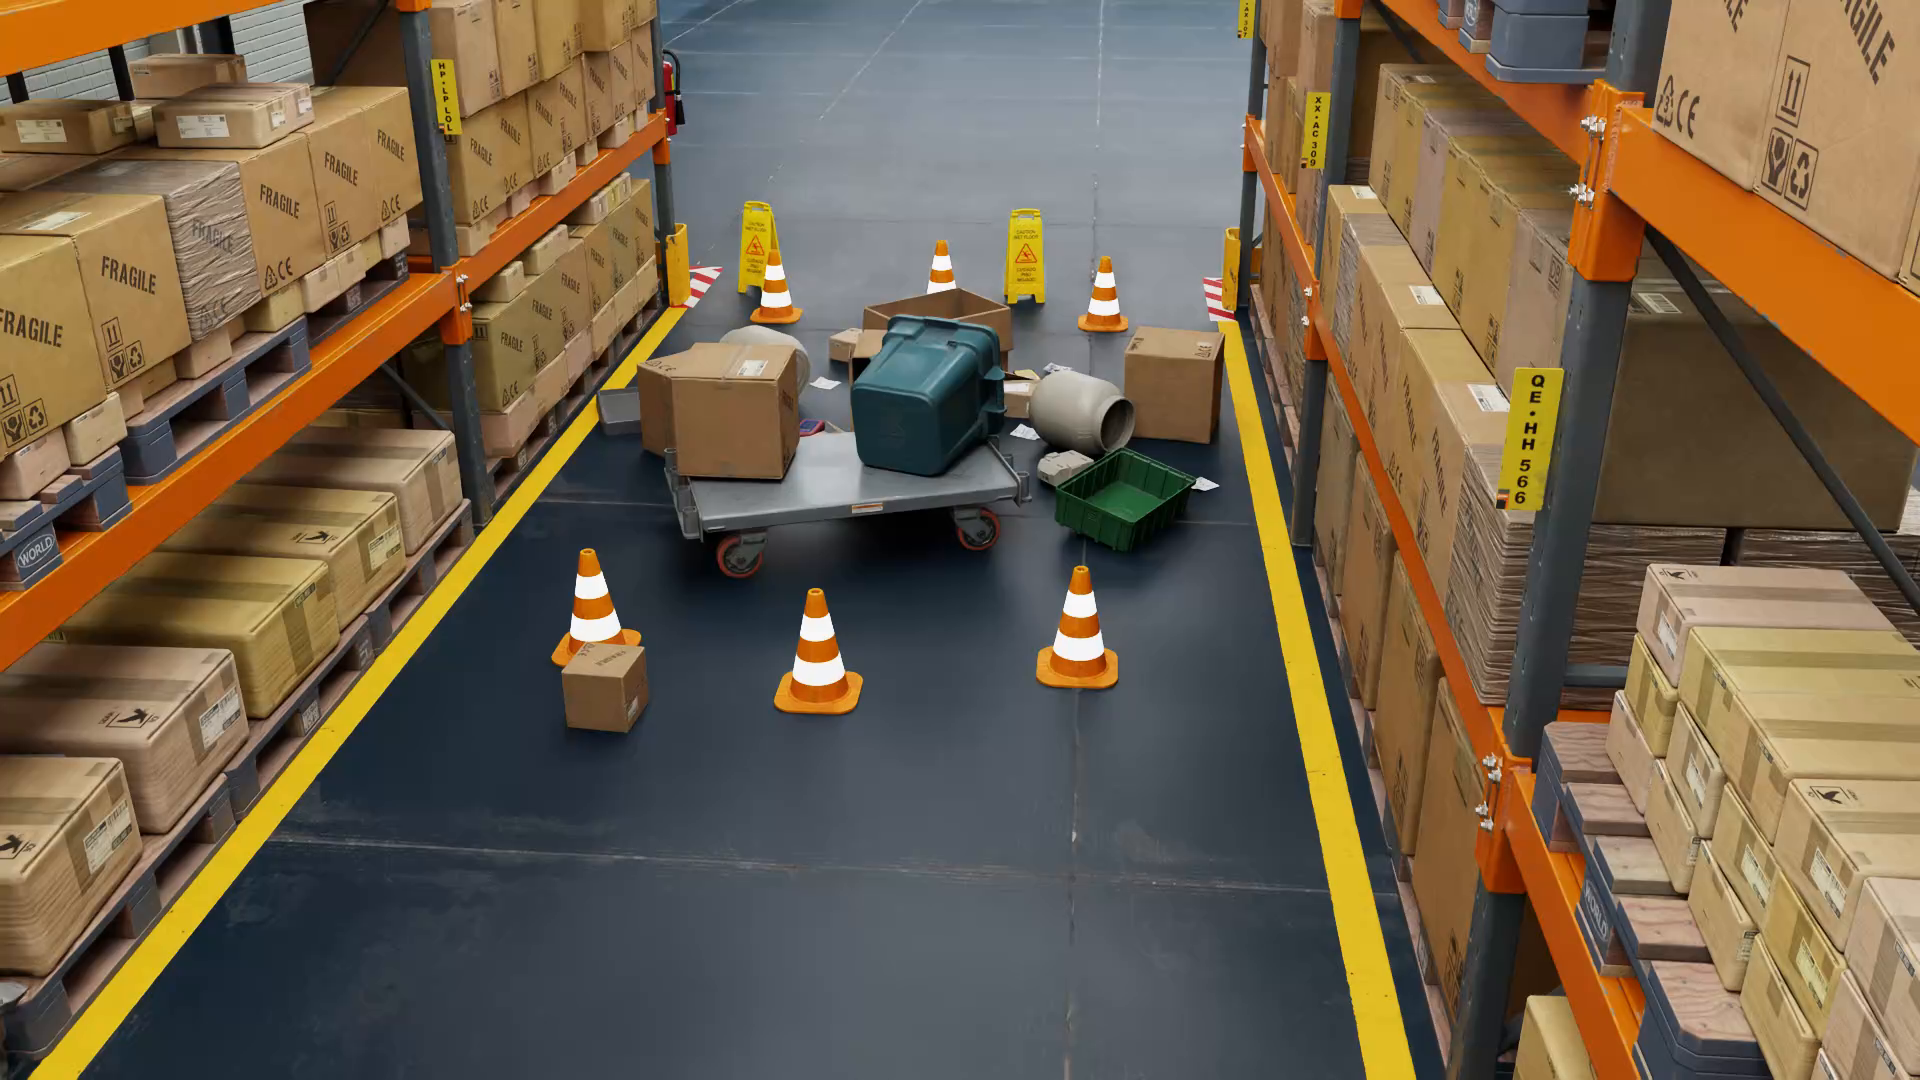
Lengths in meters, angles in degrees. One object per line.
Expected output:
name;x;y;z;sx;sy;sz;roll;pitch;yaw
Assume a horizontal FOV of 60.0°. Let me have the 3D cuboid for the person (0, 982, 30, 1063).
person;-1.630;1.484;2.837;0.511;1.638;0.960;5;25;11
